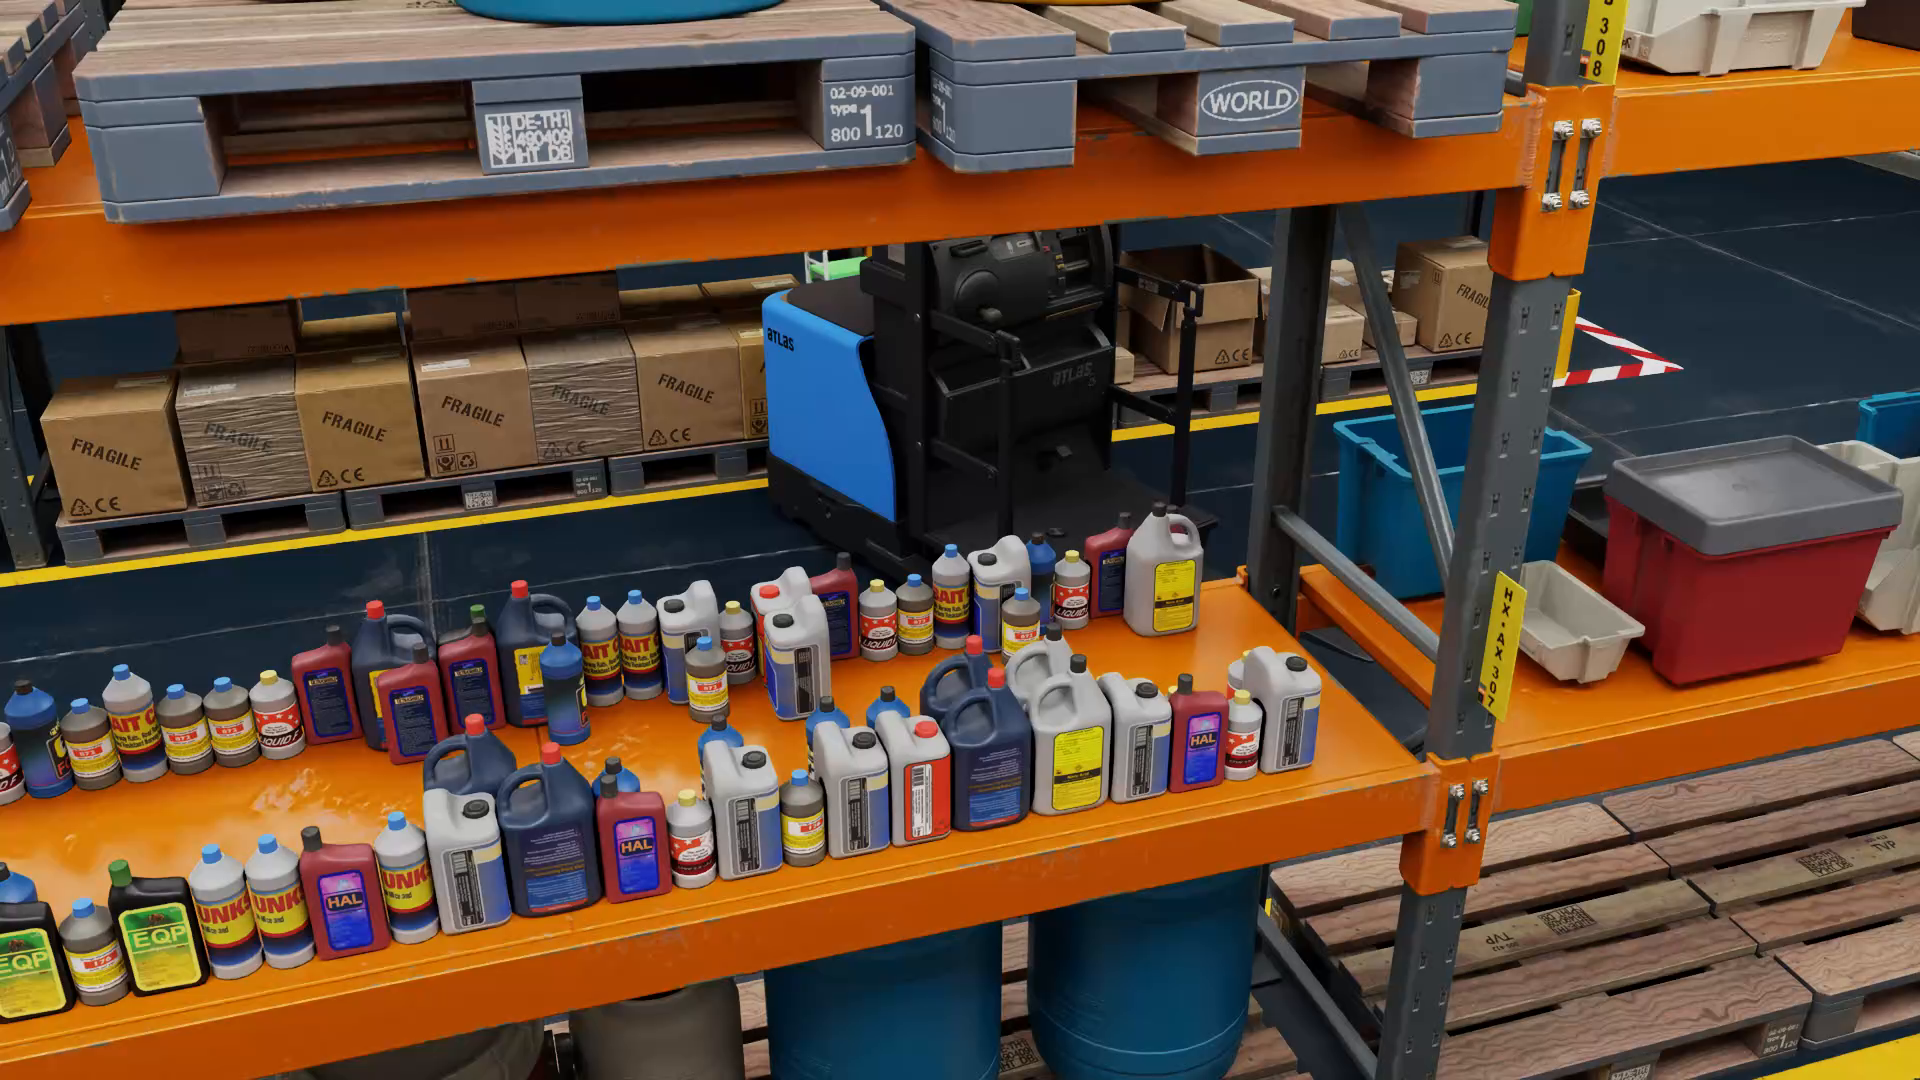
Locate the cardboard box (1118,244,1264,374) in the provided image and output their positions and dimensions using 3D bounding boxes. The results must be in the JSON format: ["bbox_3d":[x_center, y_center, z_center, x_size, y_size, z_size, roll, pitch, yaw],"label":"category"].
[{"bbox_3d":[1.257,-1.311,9.330,0.637,0.503,0.797,-8,28,-16],"label":"cardboard box"}]

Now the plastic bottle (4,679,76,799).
[{"bbox_3d":[-2.028,0.429,3.657,0.097,0.271,0.097,0,26,0],"label":"plastic bottle"}]

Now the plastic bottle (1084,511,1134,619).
[{"bbox_3d":[0.395,0.064,4.378,0.133,0.283,0.061,-8,28,-16],"label":"plastic bottle"}]

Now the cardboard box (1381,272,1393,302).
[{"bbox_3d":[2.533,-1.503,10.096,0.250,0.166,0.380,-8,28,-16],"label":"cardboard box"}]

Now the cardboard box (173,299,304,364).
[{"bbox_3d":[-3.462,-1.071,8.008,0.500,0.250,0.500,-7,27,-14],"label":"cardboard box"}]

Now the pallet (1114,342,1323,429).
[{"bbox_3d":[1.288,-0.986,9.499,1.213,0.211,1.003,-8,28,-16],"label":"pallet"}]

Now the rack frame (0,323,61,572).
[{"bbox_3d":[-4.331,-1.420,7.238,0.127,3.000,1.000,-8,28,-16],"label":"rack frame"}]

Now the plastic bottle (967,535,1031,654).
[{"bbox_3d":[0.097,0.132,4.250,0.135,0.276,0.152,-8,28,-16],"label":"plastic bottle"}]

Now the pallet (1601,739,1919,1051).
[{"bbox_3d":[2.852,1.085,5.327,1.213,0.211,1.003,-8,28,-16],"label":"pallet"}]

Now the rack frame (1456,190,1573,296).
[{"bbox_3d":[3.276,-2.522,9.457,0.127,3.000,1.000,-8,28,-16],"label":"rack frame"}]

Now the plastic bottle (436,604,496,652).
[{"bbox_3d":[-1.159,0.289,3.925,0.133,0.283,0.061,-8,28,-16],"label":"plastic bottle"}]

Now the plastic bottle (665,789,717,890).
[{"bbox_3d":[-0.549,0.601,3.389,0.097,0.201,0.097,0,26,0],"label":"plastic bottle"}]

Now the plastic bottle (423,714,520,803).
[{"bbox_3d":[-0.993,0.516,3.392,0.185,0.351,0.144,-8,28,-16],"label":"plastic bottle"}]

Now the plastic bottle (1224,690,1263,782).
[{"bbox_3d":[0.626,0.431,3.732,0.097,0.201,0.097,0,26,0],"label":"plastic bottle"}]

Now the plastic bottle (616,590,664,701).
[{"bbox_3d":[-0.775,0.248,4.023,0.097,0.271,0.097,0,26,0],"label":"plastic bottle"}]

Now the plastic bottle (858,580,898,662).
[{"bbox_3d":[-0.207,0.197,4.204,0.097,0.201,0.097,0,26,0],"label":"plastic bottle"}]

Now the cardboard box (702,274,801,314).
[{"bbox_3d":[-1.063,-1.085,8.879,0.500,0.500,0.500,-10,28,-18],"label":"cardboard box"}]

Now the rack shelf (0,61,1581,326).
[{"bbox_3d":[-0.899,-0.622,3.066,4.000,0.370,1.077,-8,28,-16],"label":"rack shelf"}]

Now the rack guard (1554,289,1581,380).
[{"bbox_3d":[3.203,-1.392,9.992,0.348,0.500,1.175,-8,28,-16],"label":"rack guard"}]

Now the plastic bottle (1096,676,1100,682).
[{"bbox_3d":[0.324,0.404,3.787,0.097,0.201,0.097,0,26,0],"label":"plastic bottle"}]

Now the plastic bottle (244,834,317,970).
[{"bbox_3d":[-1.292,0.677,3.157,0.097,0.271,0.097,0,26,0],"label":"plastic bottle"}]

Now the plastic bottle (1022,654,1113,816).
[{"bbox_3d":[0.230,0.411,3.605,0.185,0.351,0.144,-8,28,-16],"label":"plastic bottle"}]

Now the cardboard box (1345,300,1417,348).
[{"bbox_3d":[2.422,-1.253,9.593,0.250,0.166,0.380,-8,28,-16],"label":"cardboard box"}]

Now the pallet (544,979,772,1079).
[{"bbox_3d":[-0.906,1.631,4.228,1.213,0.211,1.003,-8,28,-16],"label":"pallet"}]

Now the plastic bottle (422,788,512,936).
[{"bbox_3d":[-0.971,0.616,3.275,0.135,0.276,0.152,-8,28,-16],"label":"plastic bottle"}]

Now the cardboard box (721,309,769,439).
[{"bbox_3d":[-0.908,-0.860,8.425,0.500,0.500,0.500,-8,28,-16],"label":"cardboard box"}]

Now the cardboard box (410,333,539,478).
[{"bbox_3d":[-2.341,-0.655,8.013,0.500,0.500,0.500,-9,28,-18],"label":"cardboard box"}]

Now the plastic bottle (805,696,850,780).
[{"bbox_3d":[-0.283,0.460,3.594,0.097,0.271,0.097,0,26,0],"label":"plastic bottle"}]

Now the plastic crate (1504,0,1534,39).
[{"bbox_3d":[1.312,-1.311,3.883,0.662,0.188,0.450,-8,28,-16],"label":"plastic crate"}]

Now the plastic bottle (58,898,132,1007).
[{"bbox_3d":[-1.604,0.754,3.081,0.097,0.201,0.097,0,26,0],"label":"plastic bottle"}]

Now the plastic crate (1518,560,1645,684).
[{"bbox_3d":[1.489,0.211,4.181,0.243,0.136,0.396,-8,28,-16],"label":"plastic crate"}]

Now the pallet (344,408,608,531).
[{"bbox_3d":[-2.452,-0.425,8.368,1.213,0.211,1.003,-8,28,-16],"label":"pallet"}]

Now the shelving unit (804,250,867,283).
[{"bbox_3d":[-0.449,-0.891,8.179,0.503,1.200,0.258,-14,26,-26],"label":"shelving unit"}]

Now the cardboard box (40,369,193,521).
[{"bbox_3d":[-3.810,-0.440,7.579,0.500,0.500,0.500,-7,27,-14],"label":"cardboard box"}]

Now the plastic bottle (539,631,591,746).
[{"bbox_3d":[-0.916,0.335,3.846,0.097,0.271,0.097,0,26,0],"label":"plastic bottle"}]

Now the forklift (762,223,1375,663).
[{"bbox_3d":[0.396,-1.096,6.661,1.130,2.935,3.031,-20,33,-34],"label":"forklift"}]

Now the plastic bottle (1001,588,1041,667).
[{"bbox_3d":[0.153,0.216,4.166,0.097,0.201,0.097,0,26,0],"label":"plastic bottle"}]

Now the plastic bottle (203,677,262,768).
[{"bbox_3d":[-1.658,0.407,3.781,0.097,0.201,0.097,0,26,0],"label":"plastic bottle"}]

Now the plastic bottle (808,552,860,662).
[{"bbox_3d":[-0.323,0.168,4.169,0.133,0.283,0.061,-8,28,-16],"label":"plastic bottle"}]

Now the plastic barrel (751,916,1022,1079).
[{"bbox_3d":[-0.193,1.041,4.168,0.708,0.901,0.600,-8,28,-16],"label":"plastic barrel"}]

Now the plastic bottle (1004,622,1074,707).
[{"bbox_3d":[0.185,0.350,3.728,0.185,0.351,0.144,-8,28,-16],"label":"plastic bottle"}]

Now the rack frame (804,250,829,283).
[{"bbox_3d":[-0.662,-0.838,8.073,0.015,1.200,0.240,-14,26,-26],"label":"rack frame"}]

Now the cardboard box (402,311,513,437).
[{"bbox_3d":[-2.525,-0.872,8.449,0.500,0.500,0.500,-9,28,-18],"label":"cardboard box"}]

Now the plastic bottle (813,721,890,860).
[{"bbox_3d":[-0.227,0.508,3.492,0.135,0.276,0.152,-8,28,-16],"label":"plastic bottle"}]

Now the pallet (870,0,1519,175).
[{"bbox_3d":[0.287,-0.986,3.202,1.003,0.211,1.213,-8,28,-16],"label":"pallet"}]

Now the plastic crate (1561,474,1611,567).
[{"bbox_3d":[1.984,-0.048,4.715,0.590,0.125,0.437,-8,28,-16],"label":"plastic crate"}]
